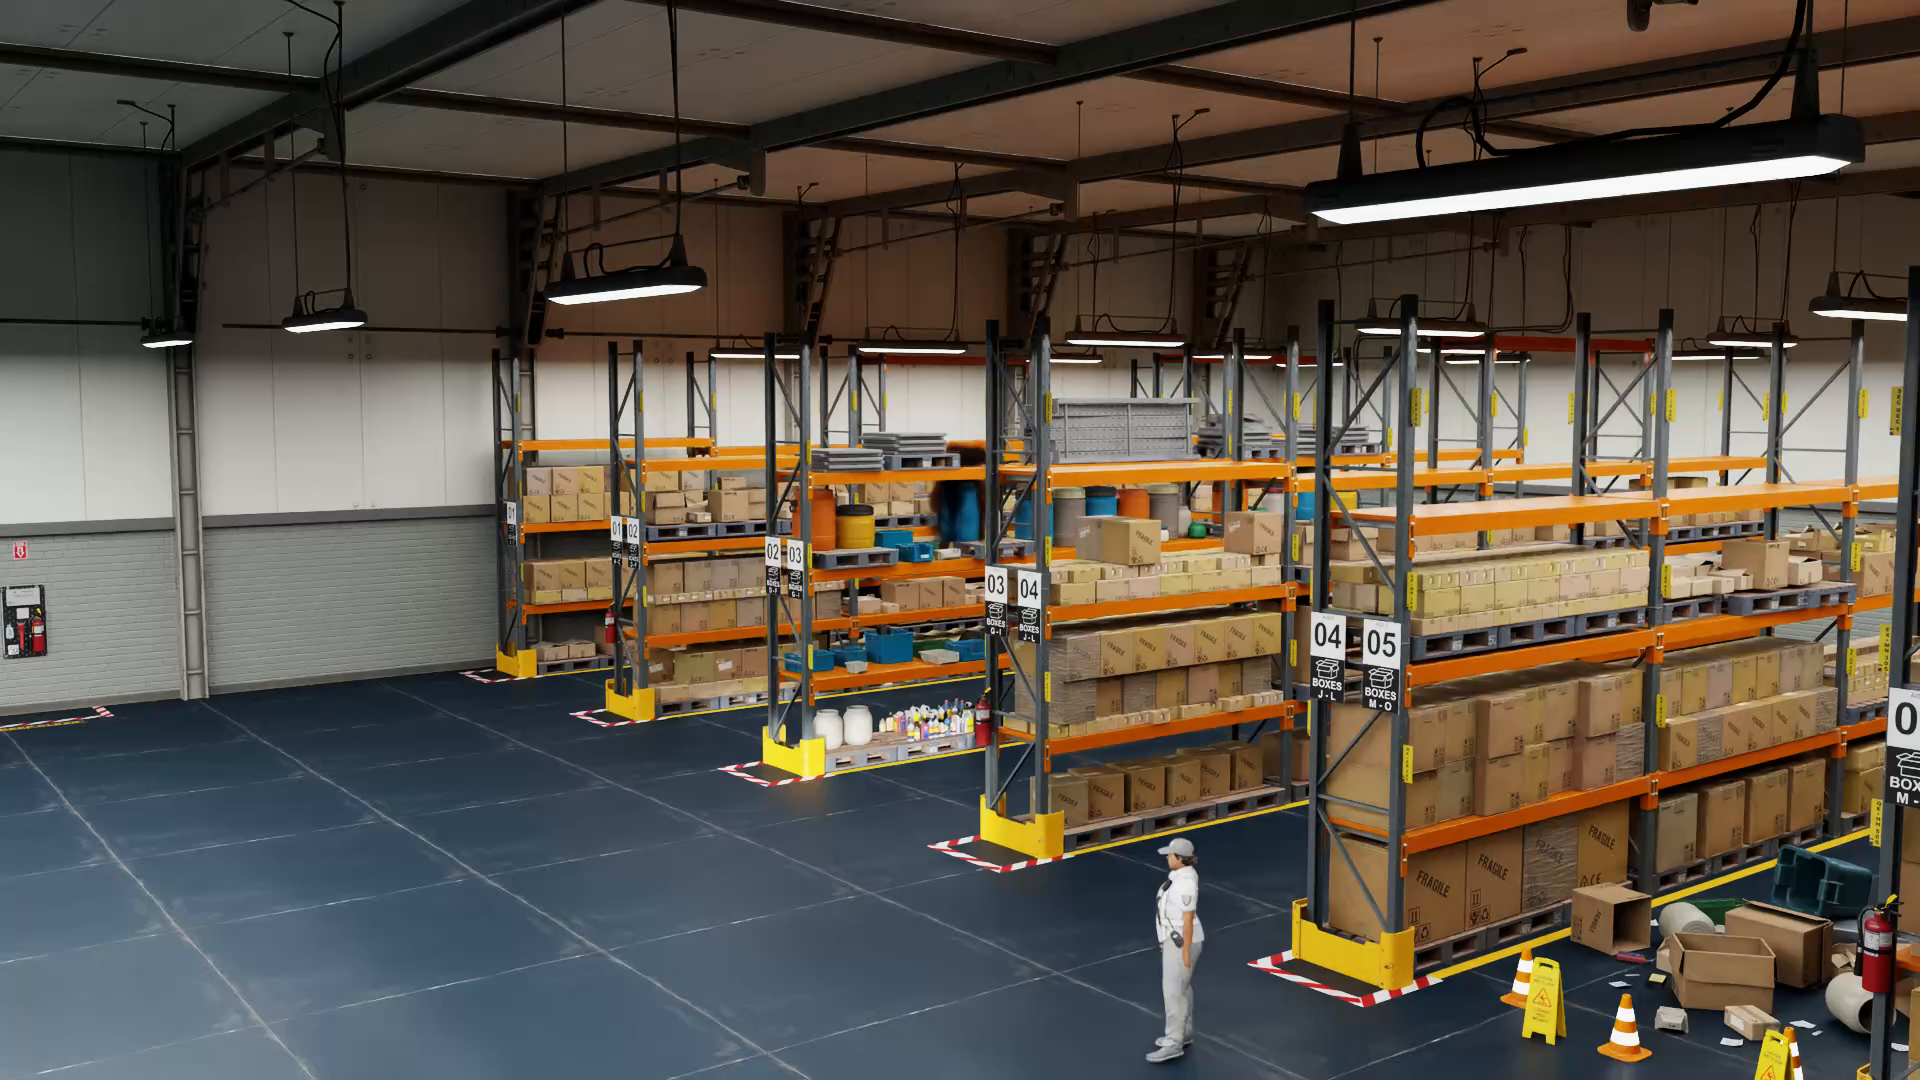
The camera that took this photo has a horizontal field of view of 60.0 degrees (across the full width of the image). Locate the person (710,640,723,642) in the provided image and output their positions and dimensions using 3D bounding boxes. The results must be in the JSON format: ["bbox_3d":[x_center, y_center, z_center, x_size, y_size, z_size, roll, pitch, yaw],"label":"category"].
[{"bbox_3d":[-4.429,1.658,30.119,0.667,1.778,0.420,0,5,-3],"label":"person"}]

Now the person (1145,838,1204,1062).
[{"bbox_3d":[1.679,3.189,13.070,0.475,1.672,0.593,0,5,2],"label":"person"}]
